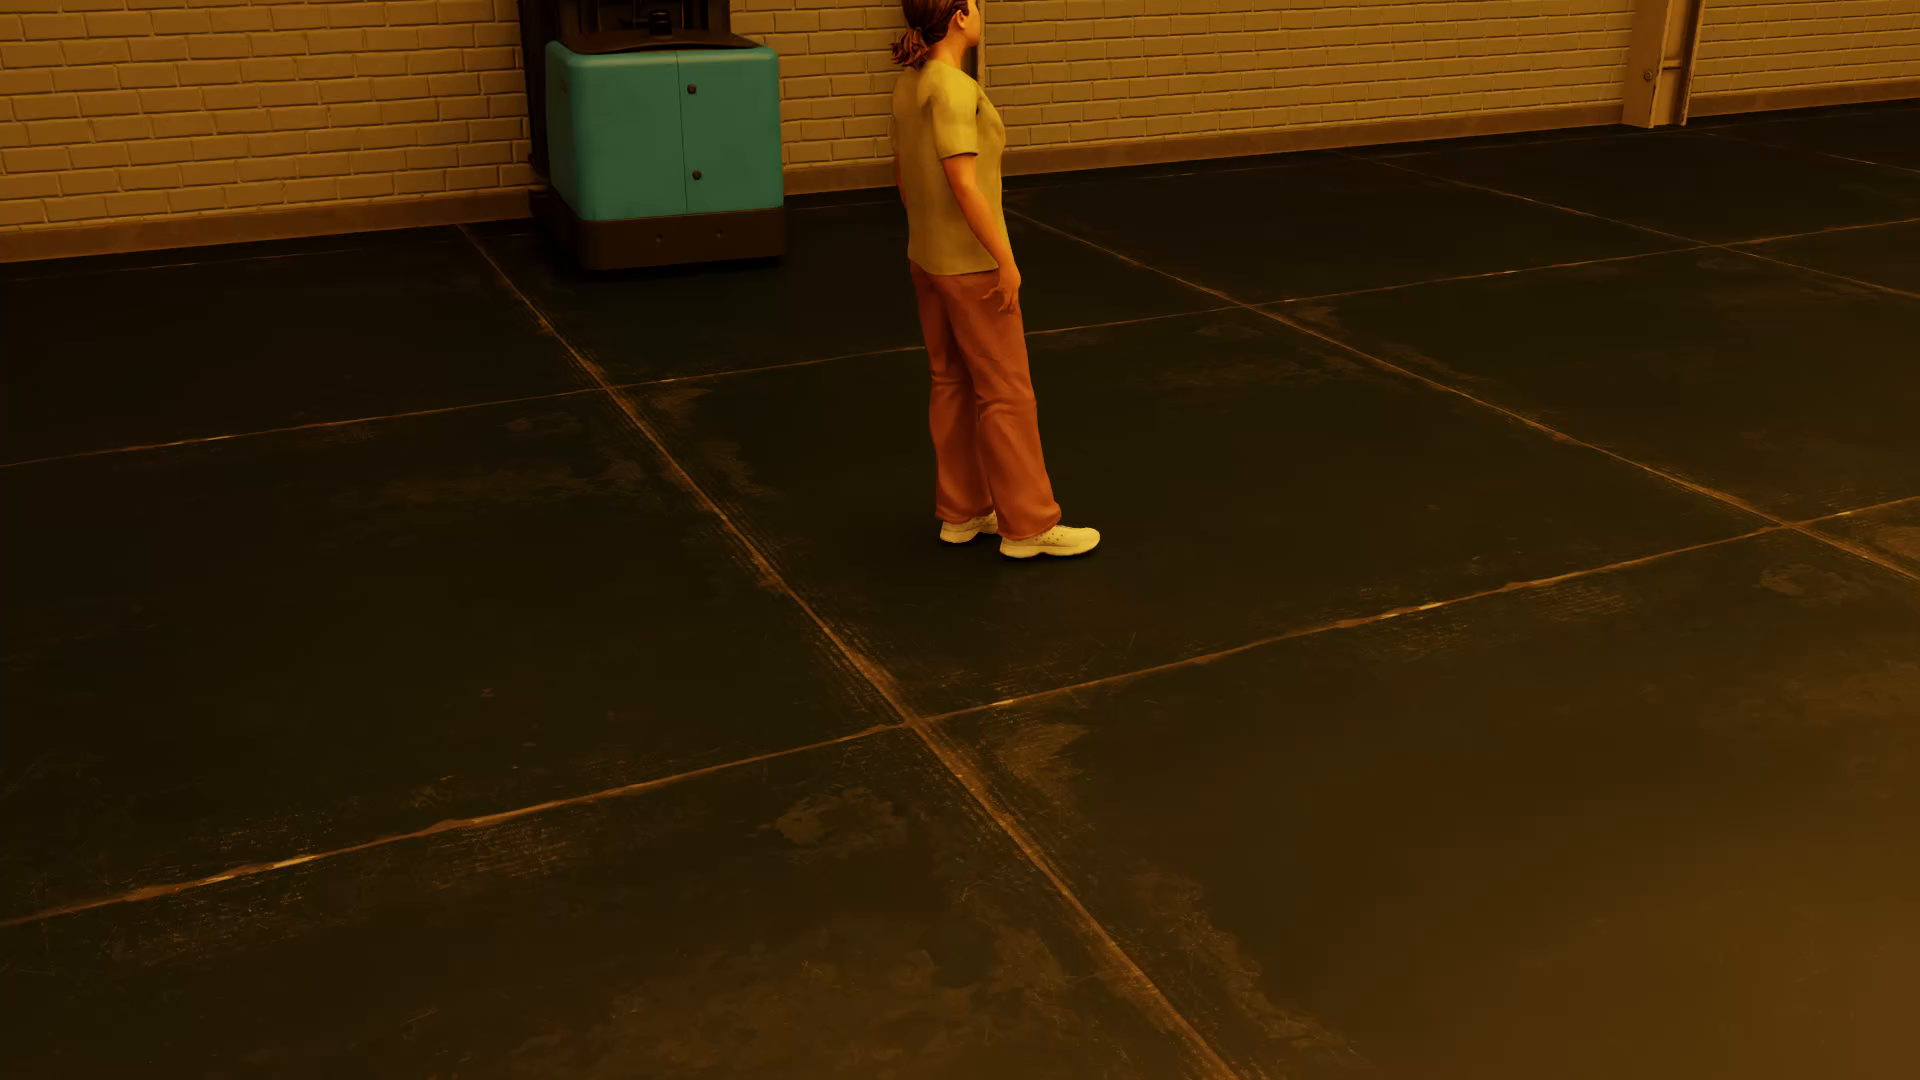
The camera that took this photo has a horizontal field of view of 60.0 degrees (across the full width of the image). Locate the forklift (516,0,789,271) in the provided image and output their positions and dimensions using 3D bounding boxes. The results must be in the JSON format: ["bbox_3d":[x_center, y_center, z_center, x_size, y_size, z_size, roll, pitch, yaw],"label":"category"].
[{"bbox_3d":[-1.861,-3.196,8.981,1.130,2.935,3.031,-8,24,-19],"label":"forklift"}]

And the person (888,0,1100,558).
[{"bbox_3d":[0.072,-0.788,4.801,0.549,1.675,0.553,-10,25,-23],"label":"person"}]
